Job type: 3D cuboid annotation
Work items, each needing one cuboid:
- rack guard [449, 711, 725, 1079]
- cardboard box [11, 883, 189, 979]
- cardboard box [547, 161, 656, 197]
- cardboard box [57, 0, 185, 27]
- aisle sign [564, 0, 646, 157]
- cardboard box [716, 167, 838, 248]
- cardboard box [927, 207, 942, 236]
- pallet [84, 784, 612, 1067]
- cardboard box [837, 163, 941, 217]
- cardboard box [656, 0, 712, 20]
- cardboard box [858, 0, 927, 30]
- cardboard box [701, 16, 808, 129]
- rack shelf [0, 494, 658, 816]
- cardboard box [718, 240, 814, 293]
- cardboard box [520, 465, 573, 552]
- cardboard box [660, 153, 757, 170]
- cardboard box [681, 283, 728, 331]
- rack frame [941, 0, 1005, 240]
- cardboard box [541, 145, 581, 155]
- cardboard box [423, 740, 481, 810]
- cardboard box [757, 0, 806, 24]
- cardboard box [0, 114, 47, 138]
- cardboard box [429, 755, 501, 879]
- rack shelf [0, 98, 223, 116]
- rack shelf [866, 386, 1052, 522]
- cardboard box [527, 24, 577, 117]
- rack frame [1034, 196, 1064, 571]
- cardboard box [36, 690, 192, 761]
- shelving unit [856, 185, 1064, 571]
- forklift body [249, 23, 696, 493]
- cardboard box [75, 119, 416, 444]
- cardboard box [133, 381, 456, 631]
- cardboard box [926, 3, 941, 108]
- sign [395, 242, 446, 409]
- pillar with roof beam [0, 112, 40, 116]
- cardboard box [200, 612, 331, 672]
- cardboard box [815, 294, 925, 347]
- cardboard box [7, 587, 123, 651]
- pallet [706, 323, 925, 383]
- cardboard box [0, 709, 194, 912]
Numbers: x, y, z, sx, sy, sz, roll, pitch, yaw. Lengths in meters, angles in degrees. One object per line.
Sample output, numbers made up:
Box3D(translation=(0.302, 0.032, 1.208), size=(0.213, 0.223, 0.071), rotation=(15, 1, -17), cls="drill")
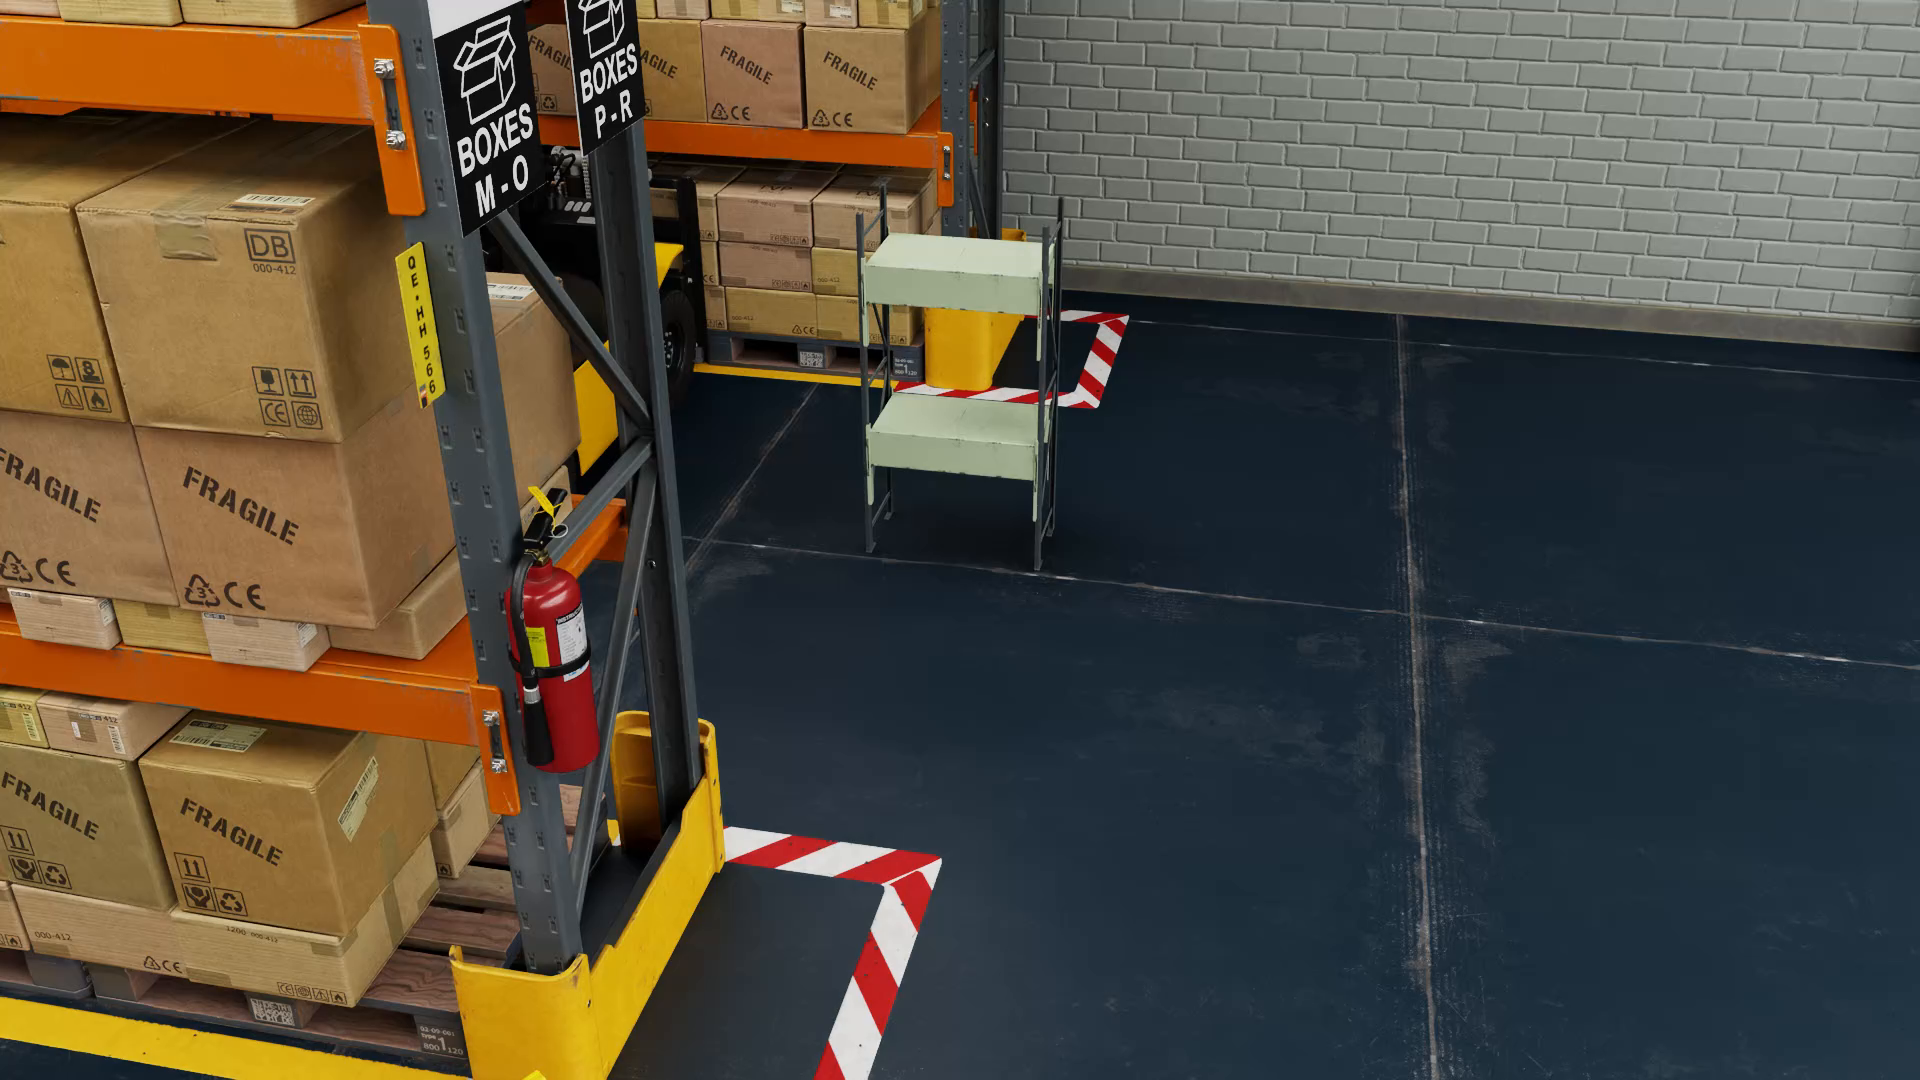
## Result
Box3D(translation=(-1.035, 1.042, 4.826), size=(0.348, 0.500, 1.175), rotation=(6, 29, 11), cls="rack guard")
Box3D(translation=(-2.313, 0.965, 4.790), size=(0.500, 0.250, 0.500), rotation=(6, 29, 11), cls="cardboard box")
Box3D(translation=(-1.934, -1.843, 8.878), size=(0.500, 0.250, 0.500), rotation=(5, 29, 10), cls="cardboard box")
Box3D(translation=(-1.618, -1.166, 3.395), size=(0.250, 0.149, 0.380), rotation=(6, 29, 11), cls="cardboard box")
Box3D(translation=(-0.836, -1.326, 3.842), size=(0.004, 0.787, 0.394), rotation=(6, 29, 11), cls="aisle sign")
Box3D(translation=(-0.944, -1.743, 8.695), size=(0.500, 0.250, 0.500), rotation=(6, 29, 11), cls="cardboard box")
Box3D(translation=(-0.345, -1.720, 9.174), size=(0.500, 0.250, 0.500), rotation=(6, 29, 11), cls="cardboard box")
Box3D(translation=(-1.822, 1.071, 5.074), size=(1.213, 0.211, 1.003), rotation=(6, 29, 11), cls="pallet")
Box3D(translation=(-0.359, -1.932, 9.040), size=(0.500, 0.250, 0.500), rotation=(5, 29, 10), cls="cardboard box")
Box3D(translation=(-1.334, -2.711, 8.299), size=(0.250, 0.149, 0.380), rotation=(5, 29, 9), cls="cardboard box")
Box3D(translation=(-0.326, -2.610, 8.114), size=(0.250, 0.149, 0.380), rotation=(6, 29, 11), cls="cardboard box")
Box3D(translation=(-0.970, -2.404, 8.414), size=(0.500, 0.500, 0.500), rotation=(7, 29, 12), cls="cardboard box")
Box3D(translation=(-2.917, 0.068, 4.751), size=(4.000, 0.370, 1.077), rotation=(6, 29, 11), cls="rack shelf")
Box3D(translation=(-0.958, -1.533, 8.832), size=(0.500, 0.250, 0.500), rotation=(6, 29, 10), cls="cardboard box")
Box3D(translation=(-1.250, -0.068, 4.512), size=(0.250, 0.149, 0.380), rotation=(6, 29, 11), cls="cardboard box")
Box3D(translation=(-1.335, -2.035, 9.229), size=(0.500, 0.250, 0.500), rotation=(6, 29, 10), cls="cardboard box")
Box3D(translation=(-1.425, -1.364, 9.043), size=(0.500, 0.250, 0.500), rotation=(6, 29, 11), cls="cardboard box")
Box3D(translation=(0.072, -2.378, 8.470), size=(0.127, 3.000, 1.000), rotation=(6, 29, 11), cls="rack frame")
Box3D(translation=(-2.328, -2.137, 9.414), size=(0.500, 0.250, 0.500), rotation=(6, 29, 11), cls="cardboard box")
Box3D(translation=(-1.716, 0.433, 4.980), size=(0.500, 0.500, 0.500), rotation=(5, 29, 9), cls="cardboard box")
Box3D(translation=(-0.823, -2.676, 8.235), size=(0.250, 0.149, 0.380), rotation=(6, 29, 12), cls="cardboard box")
Box3D(translation=(-2.520, -0.665, 3.887), size=(0.500, 0.500, 0.700), rotation=(6, 29, 10), cls="cardboard box")
Box3D(translation=(-1.692, 0.764, 5.156), size=(0.500, 0.250, 0.500), rotation=(6, 29, 10), cls="cardboard box")
Box3D(translation=(-5.796, -2.664, 9.742), size=(4.000, 0.370, 1.077), rotation=(6, 29, 11), cls="rack shelf")
Box3D(translation=(0.007, -0.371, 7.045), size=(0.720, 0.370, 0.431), rotation=(6, 29, 11), cls="rack shelf")
Box3D(translation=(-1.965, -2.501, 8.590), size=(0.500, 0.500, 0.500), rotation=(6, 29, 11), cls="cardboard box")
Box3D(translation=(0.364, -0.620, 6.822), size=(0.023, 1.500, 0.400), rotation=(6, 29, 11), cls="rack frame")
Box3D(translation=(-2.172, 0.399, 4.368), size=(0.250, 0.149, 0.380), rotation=(7, 29, 12), cls="cardboard box")
Box3D(translation=(0.007, -0.657, 6.889), size=(0.755, 1.500, 0.431), rotation=(6, 29, 11), cls="shelving unit")
Box3D(translation=(-2.164, -1.339, 7.456), size=(1.214, 2.155, 2.313), rotation=(6, 29, 11), cls="forklift body")
Box3D(translation=(-1.506, -0.608, 3.782), size=(0.500, 0.500, 0.700), rotation=(5, 29, 9), cls="cardboard box")
Box3D(translation=(-1.549, -0.146, 3.979), size=(0.500, 0.500, 0.500), rotation=(5, 29, 10), cls="cardboard box")
Box3D(translation=(-0.355, -2.602, 8.775), size=(0.500, 0.500, 0.500), rotation=(7, 29, 12), cls="cardboard box")
Box3D(translation=(-1.097, -0.435, 3.385), size=(0.005, 0.325, 0.100), rotation=(6, 29, 11), cls="sign")
Box3D(translation=(-7.188, -4.083, 5.336), size=(0.400, 9.000, 9.100), rotation=(6, 29, 11), cls="pillar with roof beam")
Box3D(translation=(-1.642, 0.153, 4.108), size=(0.250, 0.149, 0.380), rotation=(6, 29, 10), cls="cardboard box")
Box3D(translation=(-0.454, -1.255, 8.845), size=(0.500, 0.250, 0.500), rotation=(6, 29, 11), cls="cardboard box")
Box3D(translation=(-2.147, 0.106, 4.195), size=(0.250, 0.149, 0.380), rotation=(6, 29, 11), cls="cardboard box")
Box3D(translation=(-0.685, -1.212, 9.244), size=(1.213, 0.211, 1.003), rotation=(6, 29, 11), cls="pallet")
Box3D(translation=(-2.310, 0.638, 4.607), size=(0.500, 0.500, 0.500), rotation=(7, 29, 12), cls="cardboard box")
